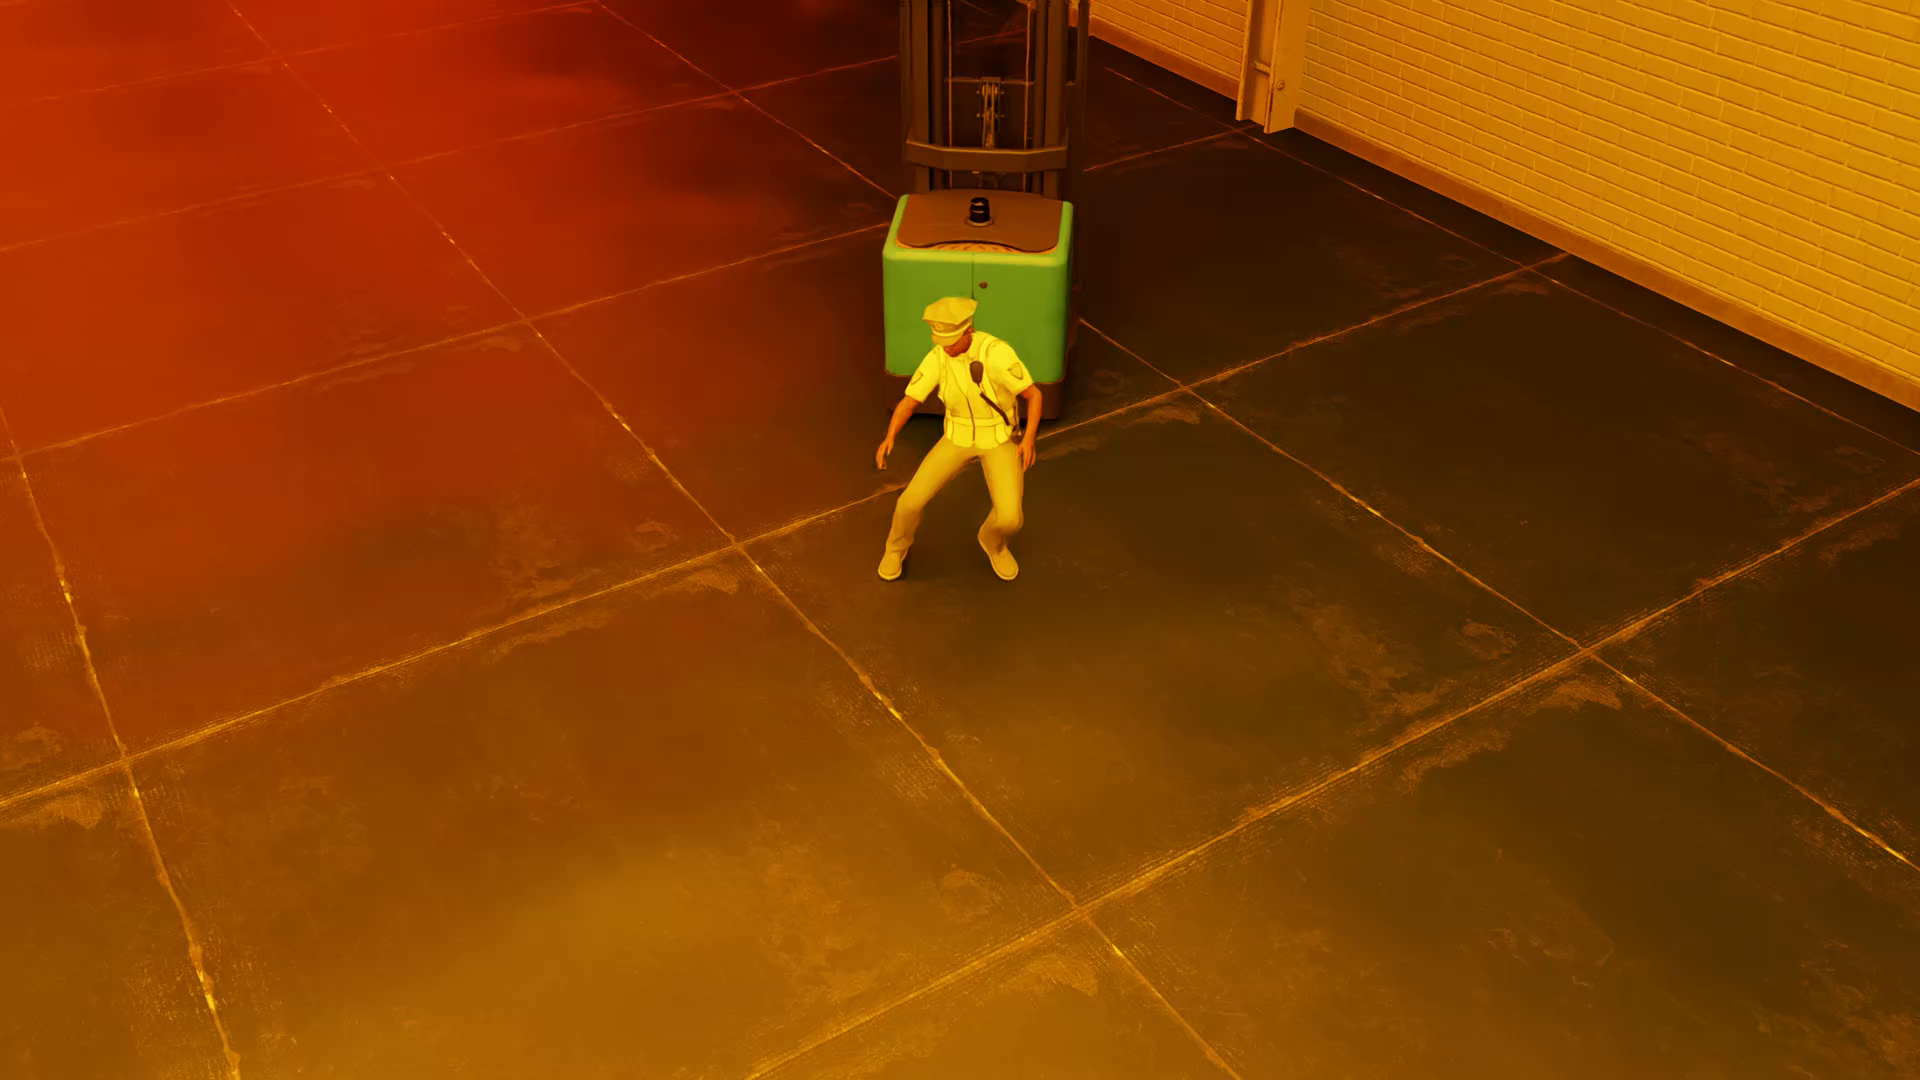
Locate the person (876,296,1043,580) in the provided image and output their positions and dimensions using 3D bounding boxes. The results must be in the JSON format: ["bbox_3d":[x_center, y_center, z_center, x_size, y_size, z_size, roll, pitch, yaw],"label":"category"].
[{"bbox_3d":[0.000,-0.414,8.001,0.828,1.474,0.726,12,37,16],"label":"person"}]

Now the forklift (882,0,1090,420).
[{"bbox_3d":[0.223,-2.720,10.019,1.130,2.935,3.031,3,35,5],"label":"forklift"}]
